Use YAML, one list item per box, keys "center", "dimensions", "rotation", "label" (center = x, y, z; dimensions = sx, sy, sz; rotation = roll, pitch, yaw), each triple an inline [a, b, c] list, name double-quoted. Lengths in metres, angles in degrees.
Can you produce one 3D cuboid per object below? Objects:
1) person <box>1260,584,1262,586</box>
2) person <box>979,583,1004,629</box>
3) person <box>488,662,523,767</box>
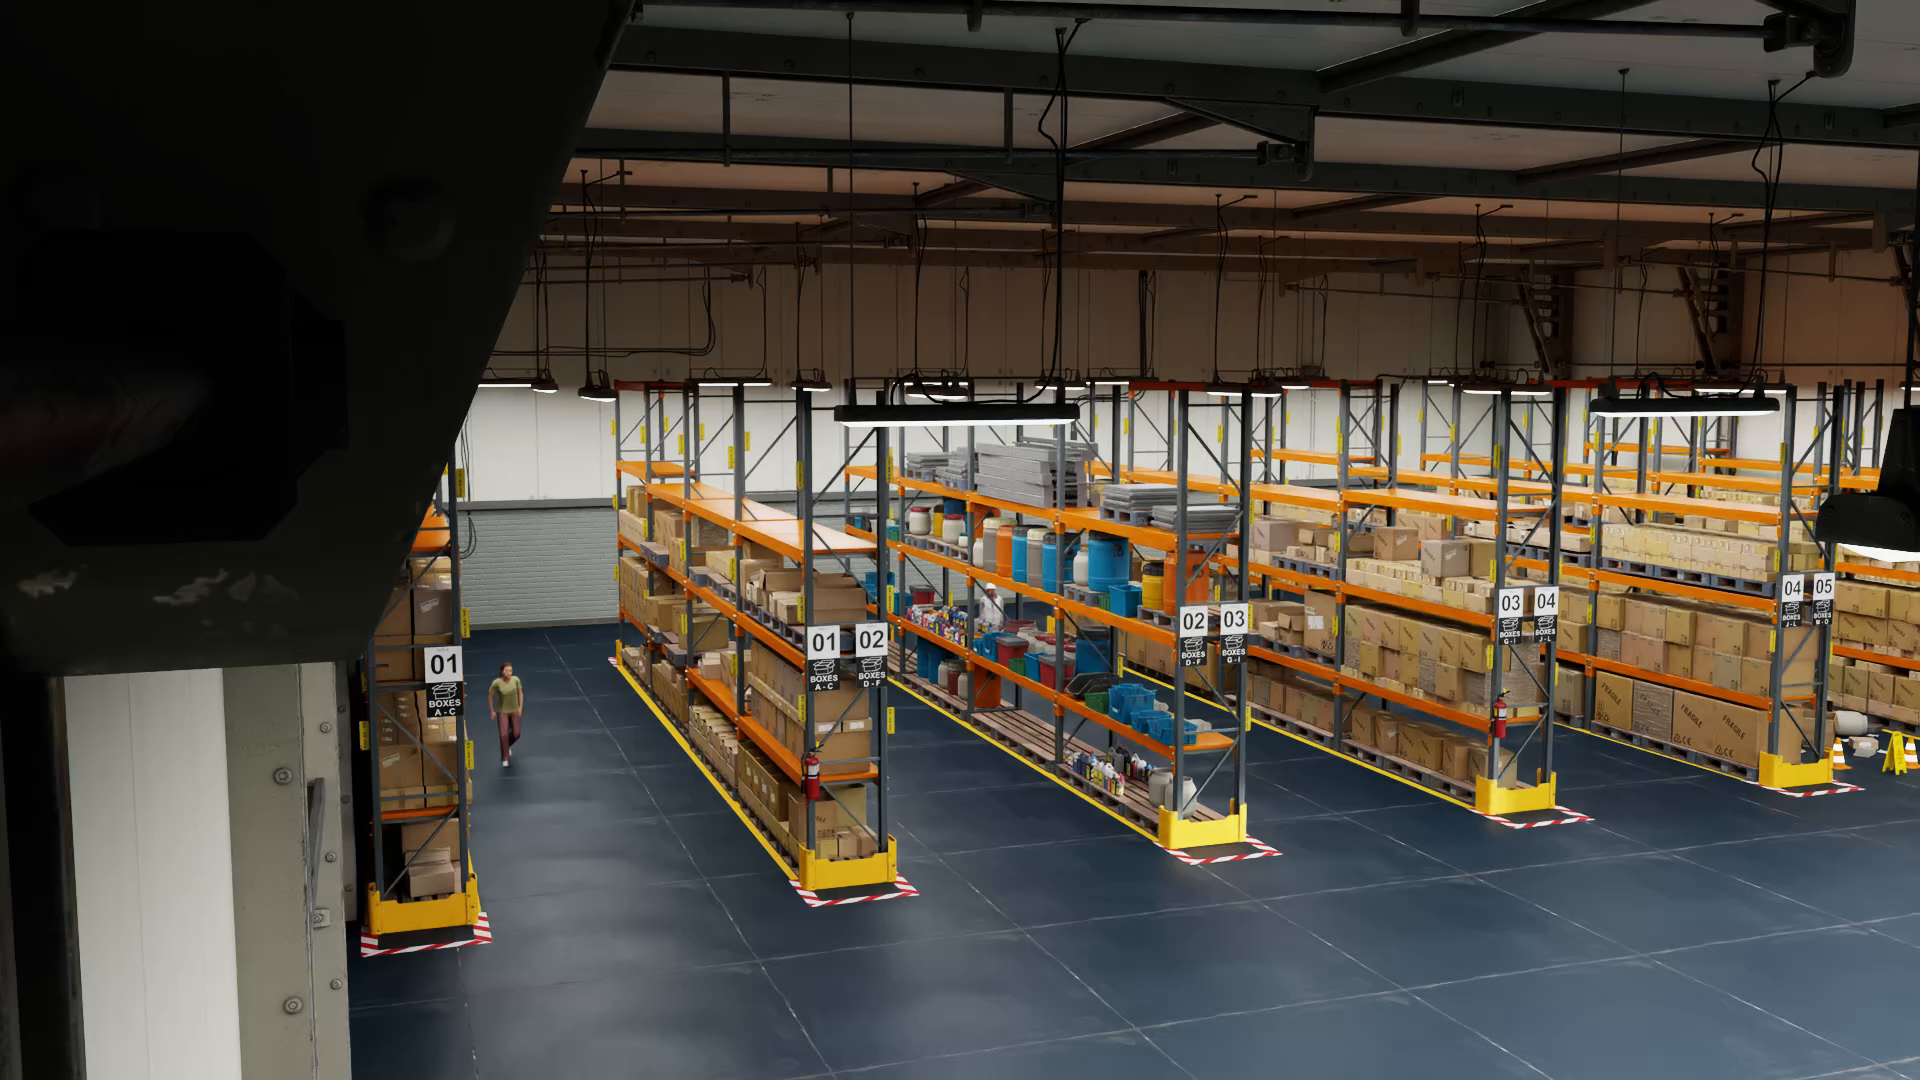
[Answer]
- center: [8.195, 0.799, 44.317]
  dimensions: [0.494, 1.668, 0.637]
  rotation: [3, 7, 30]
  label: "person"
- center: [0.660, 1.711, 35.262]
  dimensions: [0.537, 1.678, 1.002]
  rotation: [-3, 7, -23]
  label: "person"
- center: [-7.223, 2.730, 26.416]
  dimensions: [0.535, 1.653, 0.640]
  rotation: [-4, 7, -31]
  label: "person"
